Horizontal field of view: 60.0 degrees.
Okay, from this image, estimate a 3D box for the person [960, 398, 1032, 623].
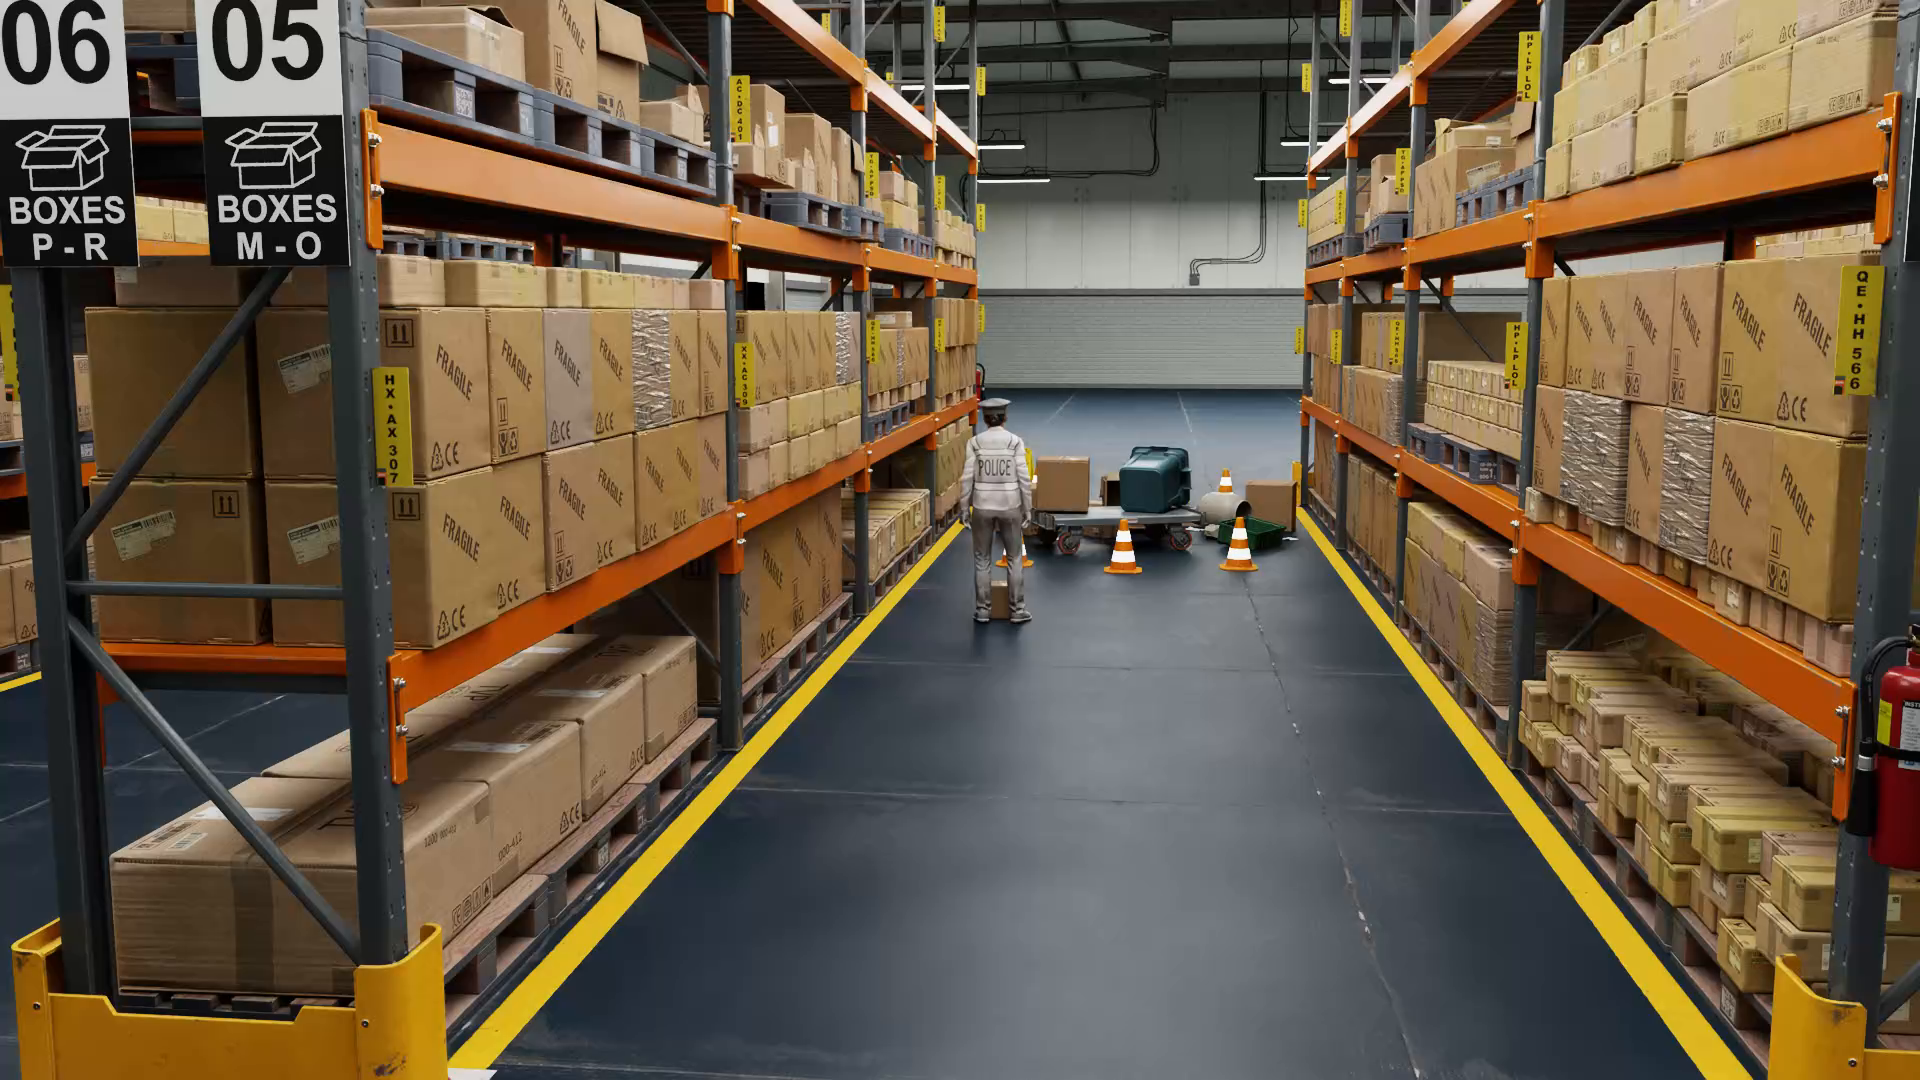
[{"bbox_3d":[0.270,-0.214,12.372,0.536,1.663,0.379,1,8,5],"label":"person"}]
